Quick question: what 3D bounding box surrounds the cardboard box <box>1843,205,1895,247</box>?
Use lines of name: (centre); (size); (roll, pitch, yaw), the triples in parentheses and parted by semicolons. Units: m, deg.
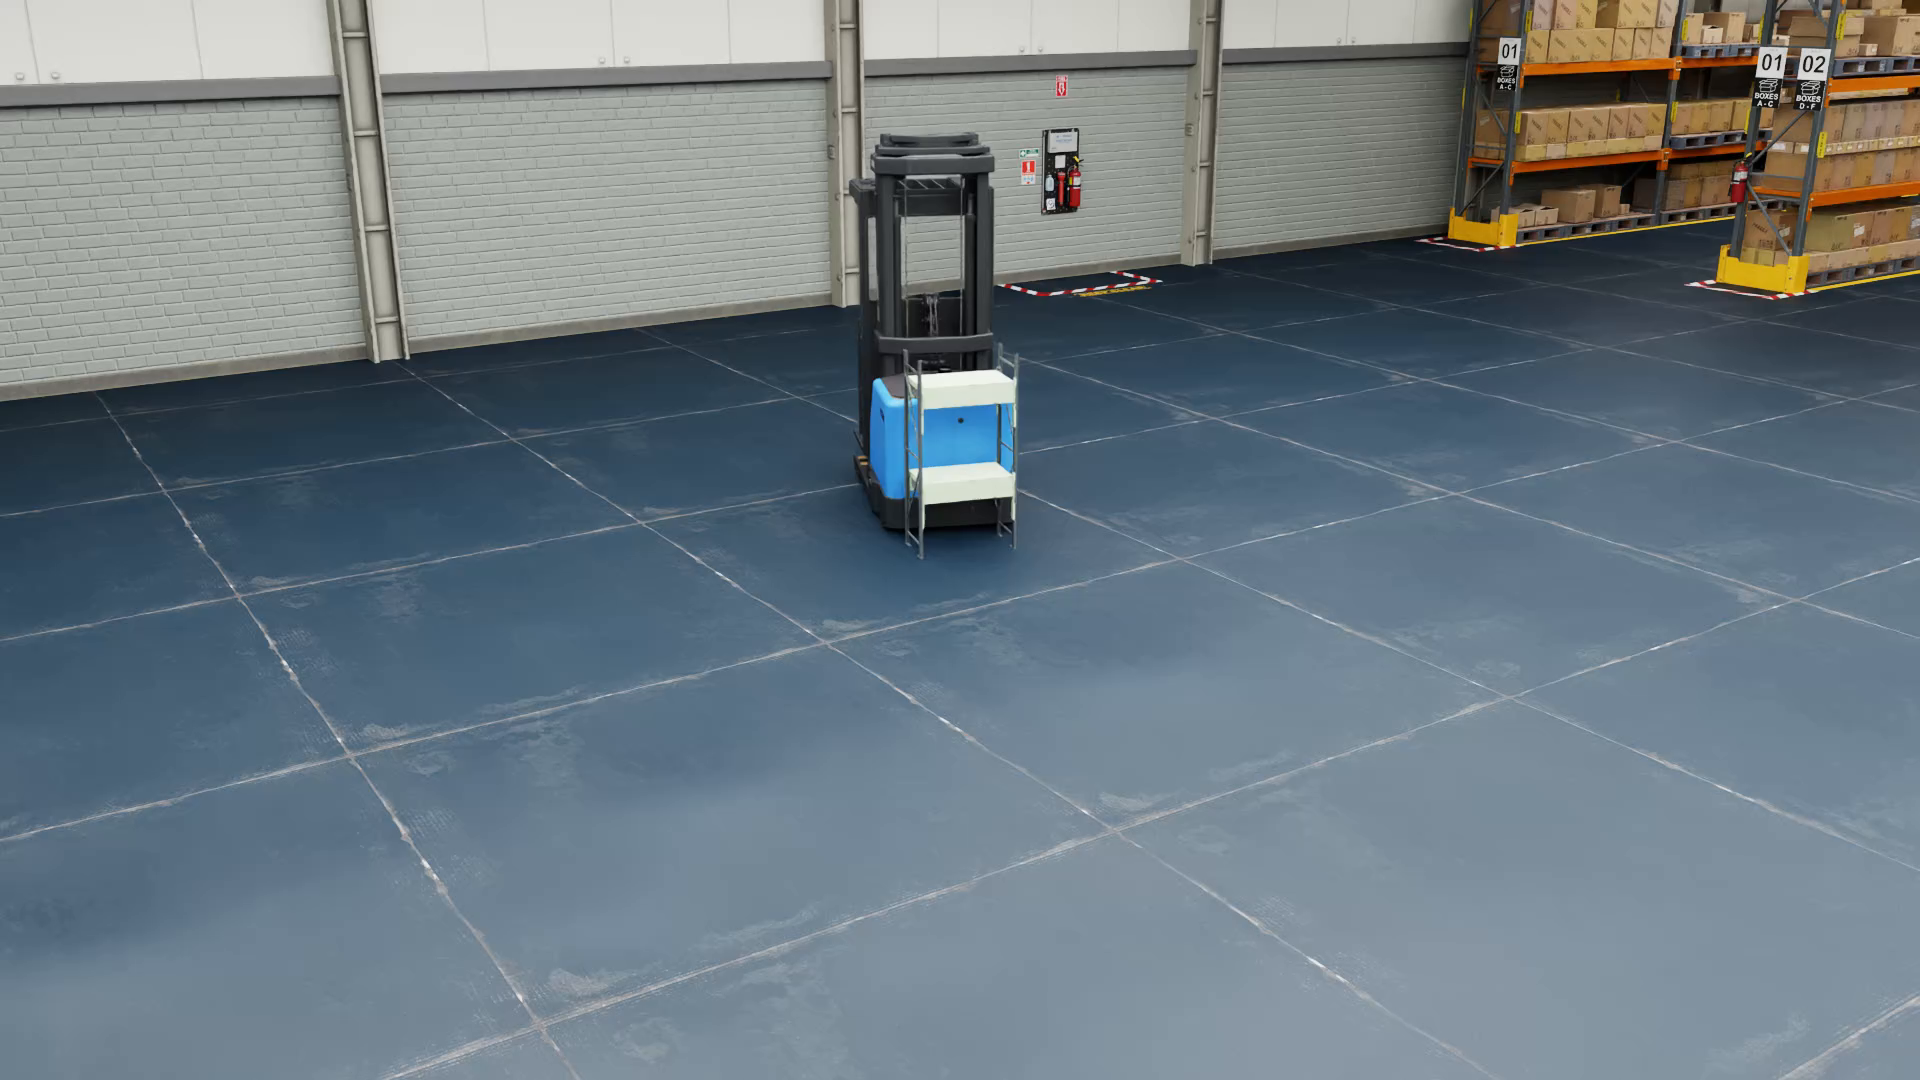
cardboard box: (13.009, -4.518, 23.891); (0.500, 0.500, 0.500); (-12, 22, -31)

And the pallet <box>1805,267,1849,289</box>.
pallet: (11.800, -3.793, 23.633); (1.213, 0.211, 1.003); (-12, 22, -31)

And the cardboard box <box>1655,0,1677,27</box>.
cardboard box: (11.529, -8.787, 27.621); (0.500, 0.500, 0.500); (-14, 23, -36)

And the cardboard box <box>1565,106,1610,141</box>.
cardboard box: (10.299, -6.857, 27.376); (0.500, 0.500, 0.500); (-11, 22, -30)

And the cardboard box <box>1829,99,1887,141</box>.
cardboard box: (12.483, -5.901, 23.333); (0.500, 0.500, 0.700); (-12, 22, -31)

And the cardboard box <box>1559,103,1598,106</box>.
cardboard box: (10.437, -7.087, 28.056); (0.500, 0.500, 0.500); (-11, 22, -30)

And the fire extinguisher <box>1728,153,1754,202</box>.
fire extinguisher: (10.831, -5.034, 23.073); (0.183, 0.674, 0.296); (-12, 22, -31)

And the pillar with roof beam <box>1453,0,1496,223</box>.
pillar with roof beam: (10.934, -8.337, 23.354); (0.400, 9.000, 9.100); (-12, 22, -31)

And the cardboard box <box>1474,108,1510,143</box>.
cardboard box: (8.734, -6.725, 26.987); (0.500, 0.500, 0.500); (-12, 22, -32)

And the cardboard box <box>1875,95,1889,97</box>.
cardboard box: (17.388, -8.276, 31.889); (0.500, 0.500, 0.500); (-12, 22, -31)

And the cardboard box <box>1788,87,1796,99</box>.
cardboard box: (15.684, -8.270, 30.701); (0.500, 0.250, 0.500); (-11, 22, -30)

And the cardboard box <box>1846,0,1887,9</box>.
cardboard box: (17.220, -10.216, 31.583); (0.500, 0.250, 0.500); (-13, 22, -33)

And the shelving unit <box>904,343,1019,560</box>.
shelving unit: (0.005, -0.661, 12.358); (0.755, 1.500, 0.431); (-6, 20, -17)

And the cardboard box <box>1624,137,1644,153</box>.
cardboard box: (11.148, -6.685, 28.037); (0.500, 0.250, 0.500); (-12, 22, -31)

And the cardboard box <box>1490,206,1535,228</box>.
cardboard box: (9.085, -5.324, 27.322); (0.500, 0.311, 0.500); (-15, 24, -37)

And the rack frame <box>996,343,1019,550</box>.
rack frame: (0.354, -0.697, 12.463); (0.023, 1.500, 0.400); (-6, 20, -17)

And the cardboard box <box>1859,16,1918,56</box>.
cardboard box: (12.722, -6.921, 22.818); (0.500, 0.500, 0.500); (-12, 22, -31)

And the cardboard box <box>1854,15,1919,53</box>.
cardboard box: (13.081, -7.151, 23.494); (0.637, 0.503, 0.797); (-9, 21, -25)

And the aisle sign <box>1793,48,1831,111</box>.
aisle sign: (11.298, -6.106, 22.062); (0.004, 0.787, 0.394); (-12, 22, -31)

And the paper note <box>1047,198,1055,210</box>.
paper note: (1.284, -4.735, 23.441); (0.142, 0.148, 0.016); (-12, 22, -31)

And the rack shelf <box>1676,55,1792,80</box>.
rack shelf: (13.468, -8.429, 29.433); (4.000, 0.370, 1.077); (-12, 22, -31)

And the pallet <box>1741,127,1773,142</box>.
pallet: (14.602, -7.456, 30.415); (1.003, 0.211, 1.213); (-12, 22, -31)

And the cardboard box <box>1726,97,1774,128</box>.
cardboard box: (14.300, -7.766, 30.188); (0.500, 0.500, 0.700); (-14, 23, -36)

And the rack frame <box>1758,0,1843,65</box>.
rack frame: (11.185, -7.810, 21.794); (0.127, 3.000, 1.000); (-12, 22, -31)

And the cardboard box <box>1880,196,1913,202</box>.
cardboard box: (13.966, -4.926, 25.098); (0.500, 0.500, 0.500); (-12, 22, -31)

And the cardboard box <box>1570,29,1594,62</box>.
cardboard box: (9.774, -7.939, 26.674); (0.500, 0.500, 0.500); (-11, 21, -29)

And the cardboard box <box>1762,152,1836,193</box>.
cardboard box: (11.582, -5.094, 22.972); (0.500, 0.500, 0.700); (-12, 22, -31)

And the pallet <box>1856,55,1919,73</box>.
pallet: (12.810, -6.680, 23.276); (1.213, 0.211, 1.003); (-12, 22, -31)

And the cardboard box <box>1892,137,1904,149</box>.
cardboard box: (13.135, -5.651, 23.607); (0.250, 0.149, 0.380); (-11, 22, -30)

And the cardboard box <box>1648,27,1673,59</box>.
cardboard box: (11.510, -8.319, 27.797); (0.500, 0.500, 0.500); (-11, 22, -30)

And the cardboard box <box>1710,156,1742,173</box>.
cardboard box: (14.056, -6.856, 30.386); (0.500, 0.250, 0.500); (-11, 22, -30)

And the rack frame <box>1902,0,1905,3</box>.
rack frame: (18.479, -11.248, 31.964); (0.127, 3.000, 1.000); (-12, 22, -31)

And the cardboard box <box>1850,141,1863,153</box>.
cardboard box: (12.271, -5.468, 23.067); (0.250, 0.149, 0.380); (-12, 22, -32)

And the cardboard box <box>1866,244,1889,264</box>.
cardboard box: (13.009, -4.163, 24.012); (0.500, 0.250, 0.500); (-12, 22, -31)

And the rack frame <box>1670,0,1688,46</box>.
rack frame: (11.798, -9.838, 27.795); (0.127, 3.000, 1.000); (-12, 22, -31)

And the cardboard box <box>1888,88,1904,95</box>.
cardboard box: (17.798, -8.720, 32.033); (0.500, 0.250, 0.500); (-11, 22, -30)

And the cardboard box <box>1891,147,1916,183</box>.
cardboard box: (13.300, -5.458, 24.048); (0.500, 0.500, 0.700); (-12, 22, -31)

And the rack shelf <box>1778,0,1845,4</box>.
rack shelf: (12.855, -7.632, 23.015); (4.000, 0.370, 1.077); (-12, 22, -31)

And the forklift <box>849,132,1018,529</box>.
forklift: (-0.313, -1.906, 13.807); (1.130, 2.935, 3.031); (-3, 19, -10)

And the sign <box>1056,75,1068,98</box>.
sign: (1.409, -6.288, 23.041); (0.199, 0.298, 0.001); (-12, 22, -31)

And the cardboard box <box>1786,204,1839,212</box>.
cardboard box: (12.296, -4.573, 24.055); (0.500, 0.500, 0.500); (-12, 22, -31)

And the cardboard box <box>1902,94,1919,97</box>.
cardboard box: (14.158, -6.254, 24.379); (0.500, 0.500, 0.700); (-12, 22, -31)

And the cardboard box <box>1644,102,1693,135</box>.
cardboard box: (12.242, -7.333, 28.908); (0.500, 0.500, 0.700); (-12, 22, -31)

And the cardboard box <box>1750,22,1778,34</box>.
cardboard box: (14.411, -9.114, 30.148); (0.500, 0.500, 0.500); (-12, 22, -31)

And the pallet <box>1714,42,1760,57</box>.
pallet: (13.237, -8.592, 29.086); (1.003, 0.211, 1.213); (-12, 22, -31)

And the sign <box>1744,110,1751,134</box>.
sign: (10.898, -5.776, 22.968); (0.005, 0.325, 0.100); (-12, 22, -31)

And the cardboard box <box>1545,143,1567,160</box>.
cardboard box: (9.465, -6.327, 26.978); (0.500, 0.250, 0.500); (-13, 22, -33)

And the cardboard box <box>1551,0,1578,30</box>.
cardboard box: (9.359, -8.321, 26.242); (0.500, 0.500, 0.500); (-12, 22, -32)

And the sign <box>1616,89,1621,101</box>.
sign: (11.490, -7.693, 29.008); (0.005, 0.325, 0.100); (-12, 22, -31)

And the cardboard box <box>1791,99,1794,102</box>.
cardboard box: (15.685, -7.916, 30.824); (0.500, 0.500, 0.500); (-11, 22, -30)

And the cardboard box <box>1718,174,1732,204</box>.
cardboard box: (13.672, -6.430, 30.296); (0.500, 0.500, 0.700); (-12, 22, -32)

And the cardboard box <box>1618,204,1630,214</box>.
cardboard box: (11.368, -5.760, 28.837); (0.250, 0.166, 0.380); (-16, 24, -38)

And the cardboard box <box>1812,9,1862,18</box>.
cardboard box: (16.395, -9.680, 31.167); (0.500, 0.500, 0.700); (-11, 21, -29)

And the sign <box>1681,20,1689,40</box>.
sign: (12.103, -8.519, 27.768); (0.005, 0.325, 0.100); (-12, 22, -31)
